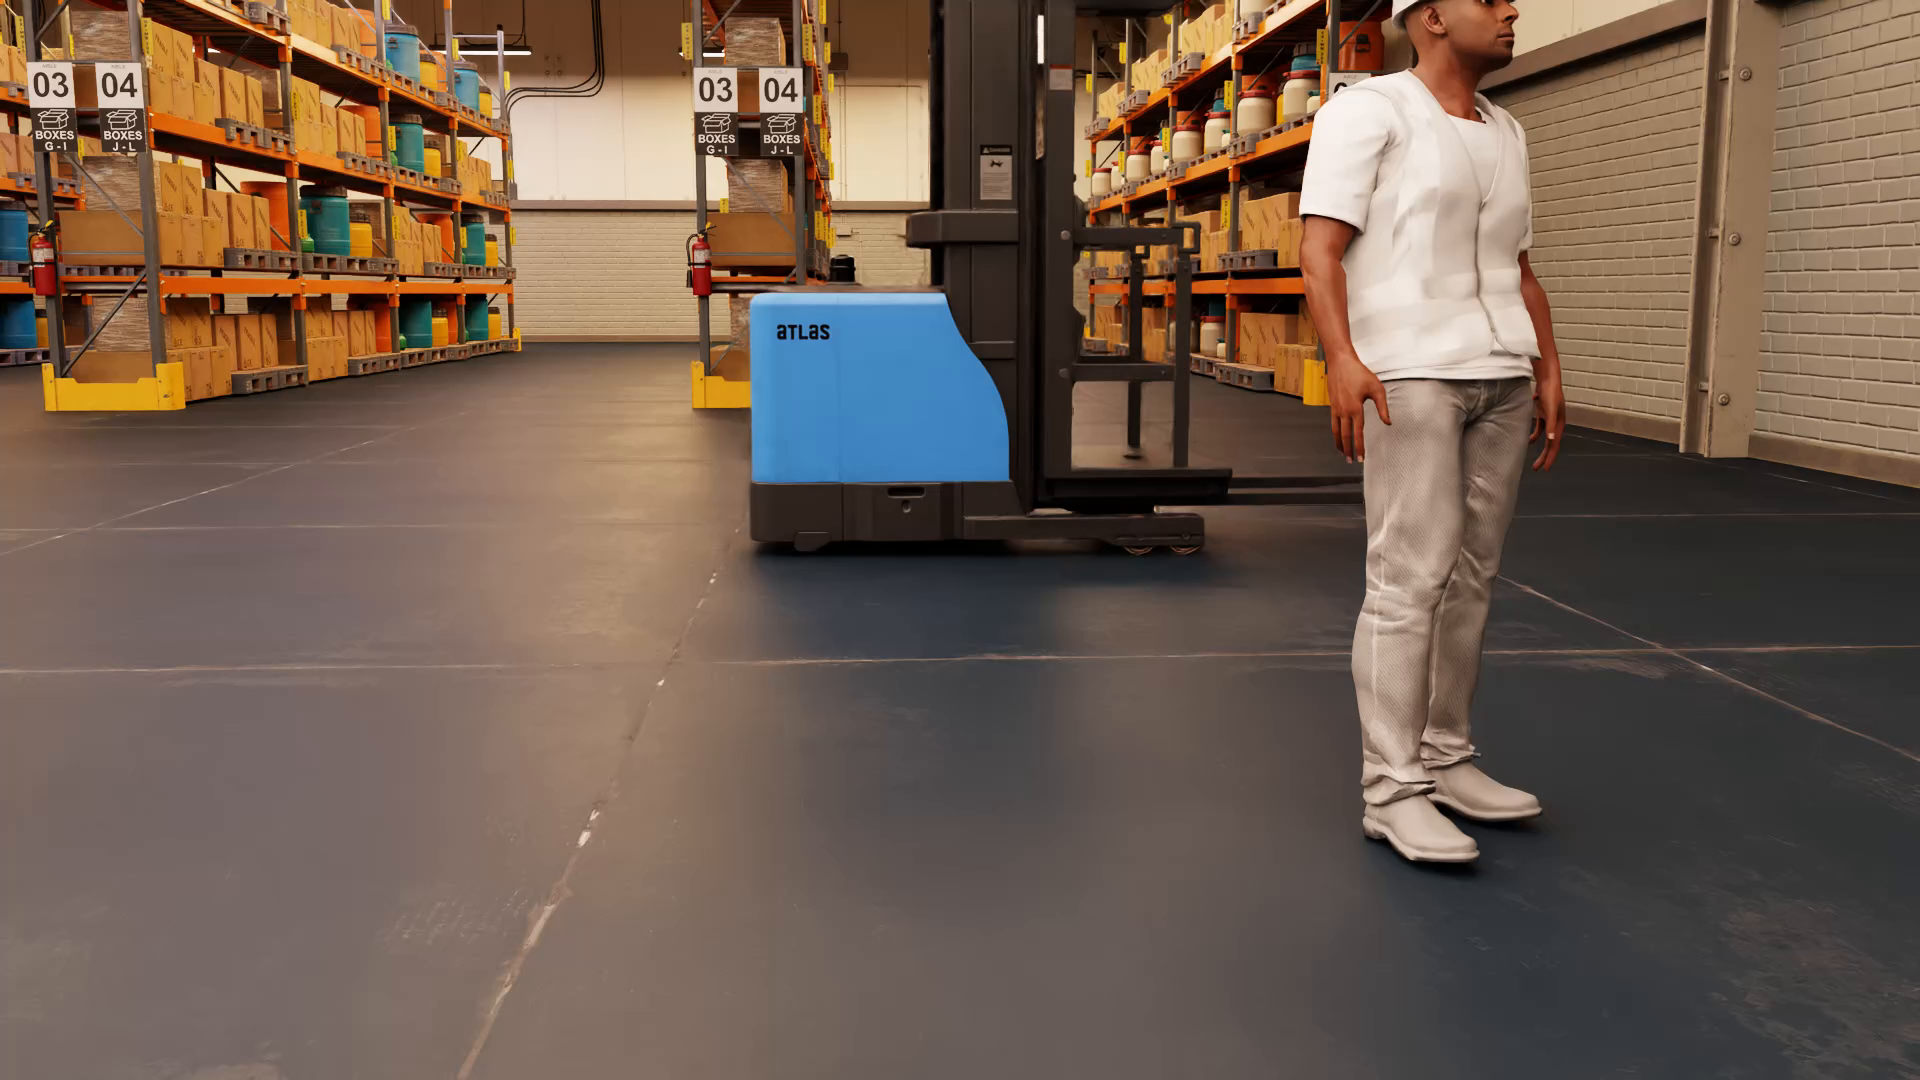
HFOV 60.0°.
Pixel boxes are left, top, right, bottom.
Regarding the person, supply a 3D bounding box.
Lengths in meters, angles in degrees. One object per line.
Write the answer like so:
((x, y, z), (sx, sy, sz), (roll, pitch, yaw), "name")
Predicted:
((1.018, -0.309, 3.327), (0.666, 1.765, 0.577), (-5, 10, -32), "person")

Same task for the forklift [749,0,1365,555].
((0.605, -1.465, 7.200), (3.031, 2.935, 1.130), (-1, 8, -5), "forklift")
